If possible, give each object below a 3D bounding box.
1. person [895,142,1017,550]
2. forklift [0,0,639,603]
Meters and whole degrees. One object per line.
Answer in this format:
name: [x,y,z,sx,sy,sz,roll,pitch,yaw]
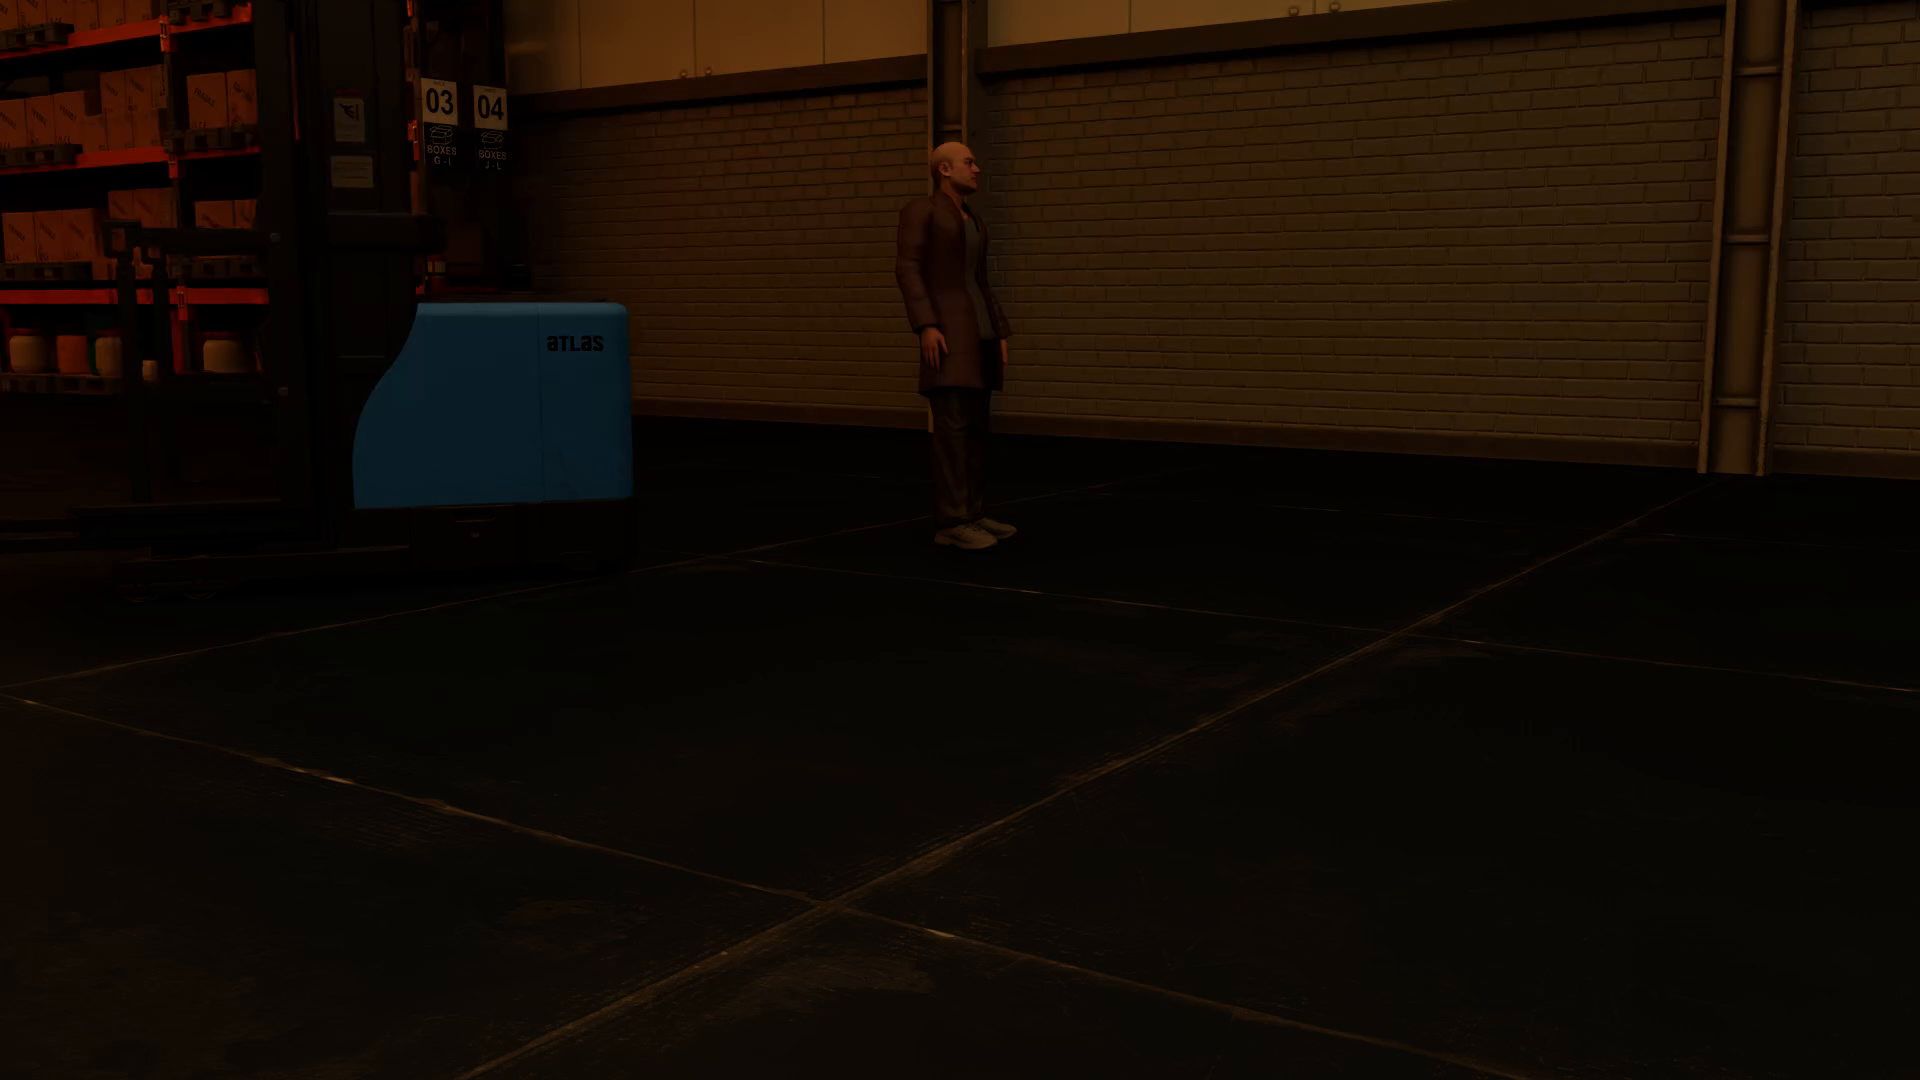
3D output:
person: [0.073,-0.880,7.423,0.582,1.776,0.694,5,10,34]
forklift: [-2.858,-1.306,6.379,3.031,2.935,1.130,-3,9,-19]
